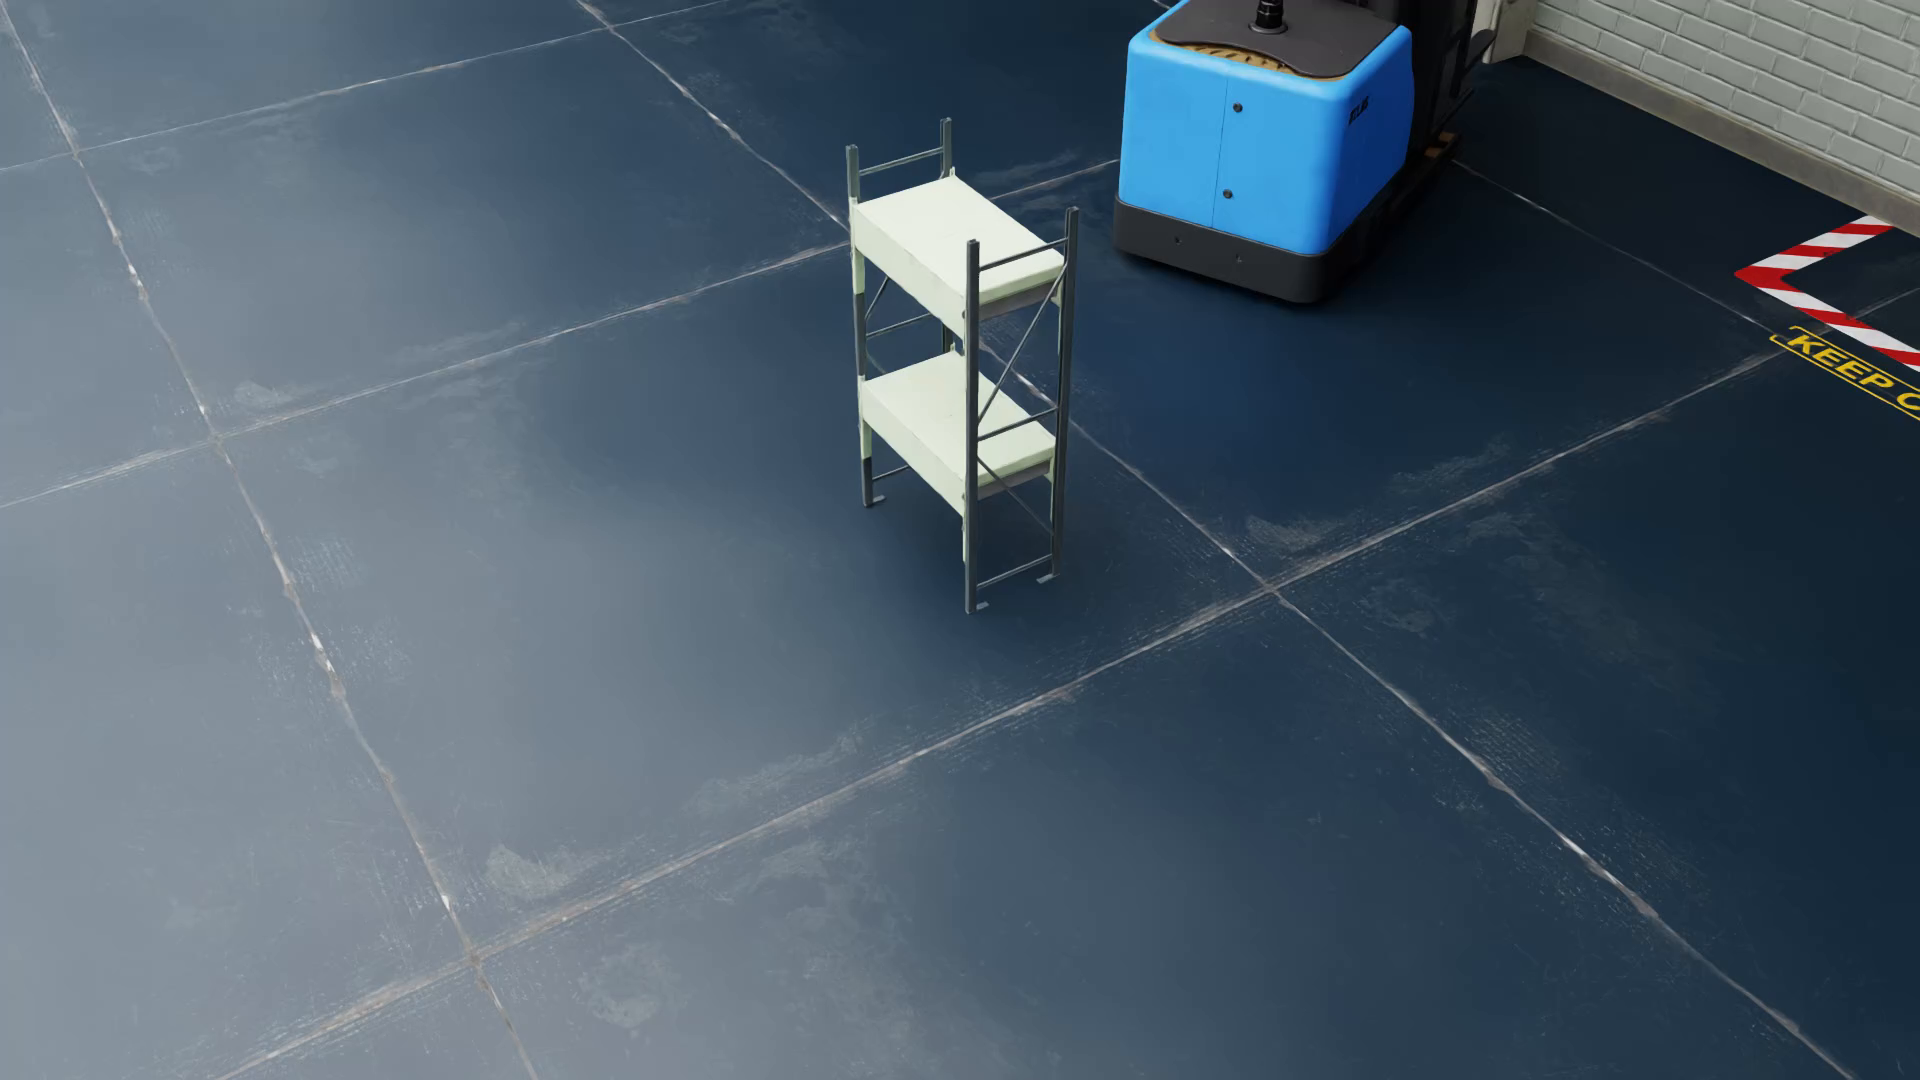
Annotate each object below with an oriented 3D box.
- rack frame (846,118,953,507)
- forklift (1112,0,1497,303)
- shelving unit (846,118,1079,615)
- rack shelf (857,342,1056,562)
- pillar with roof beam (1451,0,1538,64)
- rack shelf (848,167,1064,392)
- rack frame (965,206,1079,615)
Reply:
[{"bbox_3d":[-0.200,-0.777,6.011,0.400,1.500,0.023,-22,45,-24],"label":"rack frame"},{"bbox_3d":[1.922,-3.098,7.678,1.130,2.935,3.031,22,44,24],"label":"forklift"},{"bbox_3d":[-0.004,-0.580,5.774,0.431,1.500,0.755,-22,45,-24],"label":"shelving unit"},{"bbox_3d":[-0.004,-0.329,5.983,0.431,0.370,0.720,-22,45,-24],"label":"rack shelf"},{"bbox_3d":[-0.582,-4.855,5.047,9.100,9.000,0.400,-22,45,-24],"label":"pillar with roof beam"},{"bbox_3d":[-0.004,-0.880,5.524,0.431,0.370,0.720,-22,45,-24],"label":"rack shelf"},{"bbox_3d":[0.193,-0.382,5.537,0.400,1.500,0.023,-22,45,-24],"label":"rack frame"}]
